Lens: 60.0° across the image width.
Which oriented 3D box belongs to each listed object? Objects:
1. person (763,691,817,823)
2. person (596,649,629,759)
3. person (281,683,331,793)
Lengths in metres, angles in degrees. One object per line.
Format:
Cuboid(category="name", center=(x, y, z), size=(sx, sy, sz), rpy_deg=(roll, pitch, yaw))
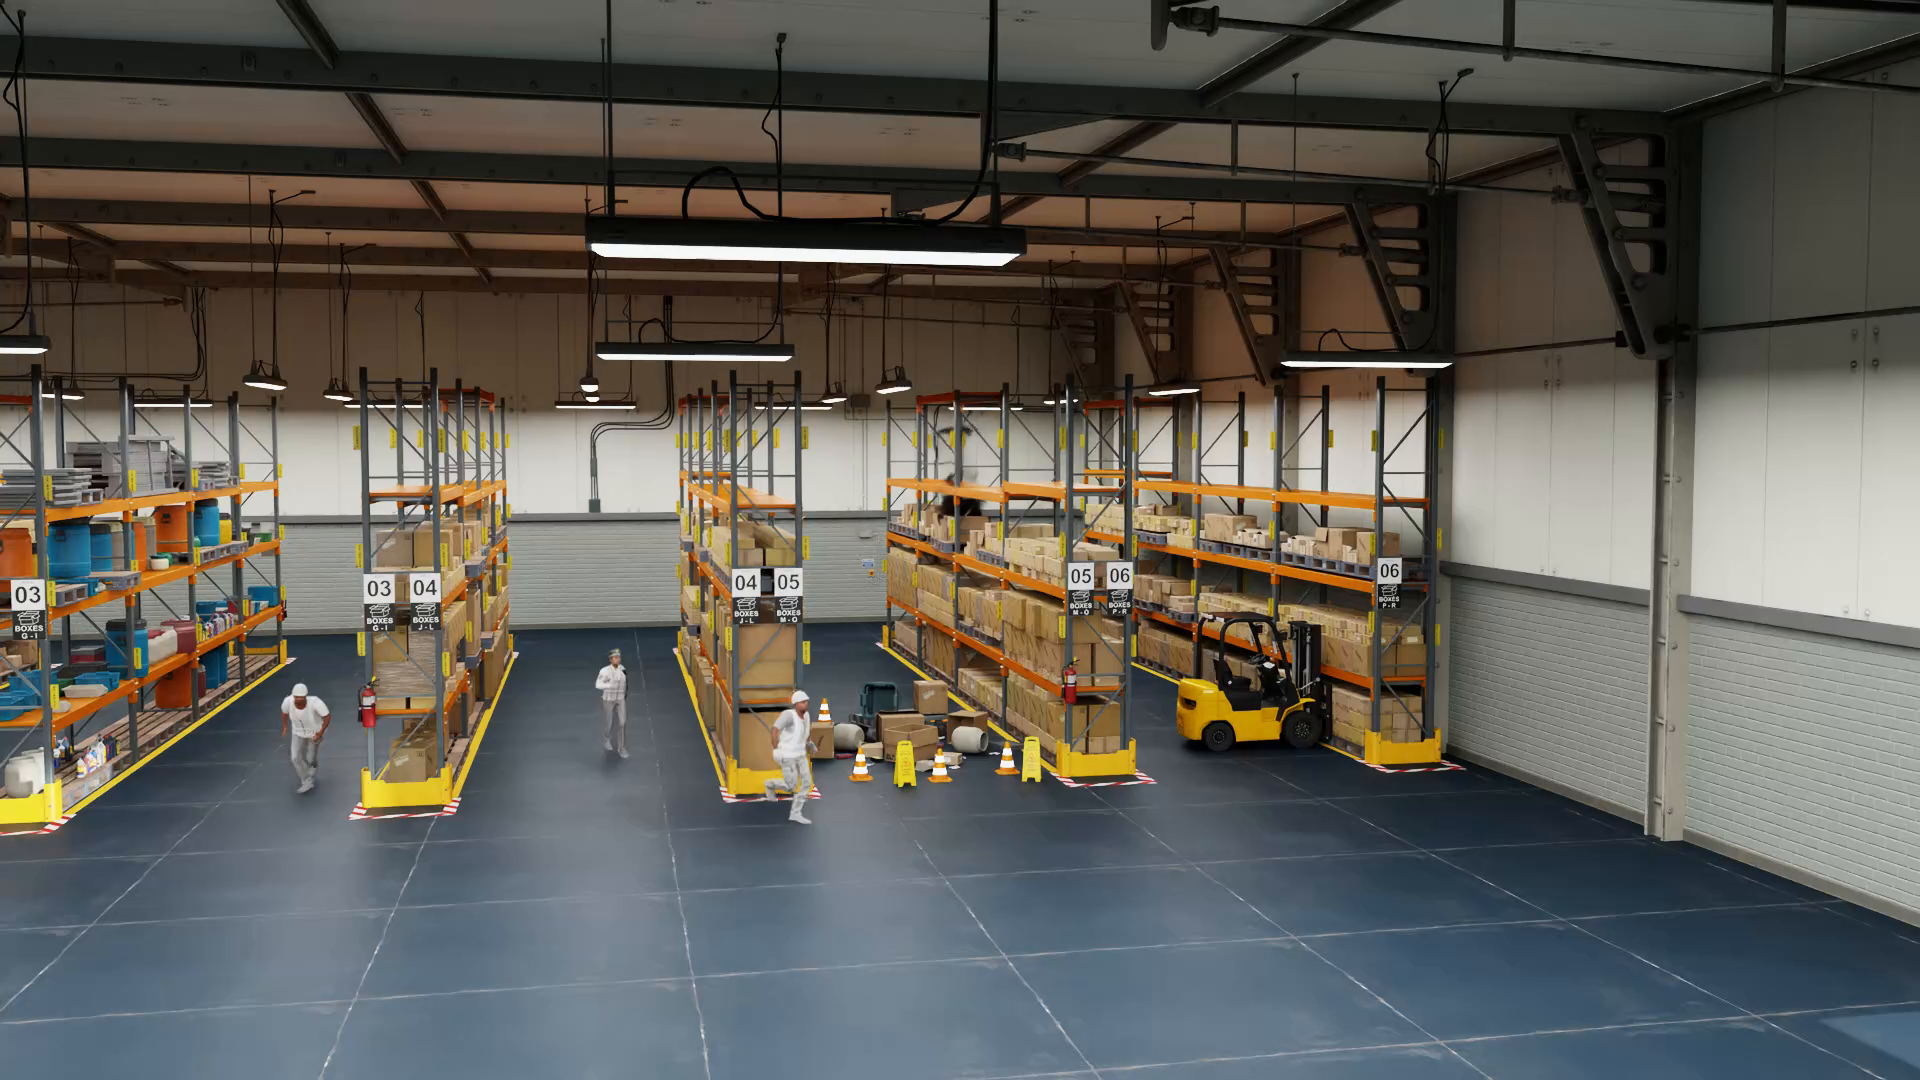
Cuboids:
Cuboid(category="person", center=(-2.264, 2.849, 21.969), size=(0.733, 1.744, 0.712), rpy_deg=(2, 4, 33))
Cuboid(category="person", center=(-5.532, 2.588, 26.451), size=(0.583, 1.747, 0.801), rpy_deg=(-2, 4, -32))
Cuboid(category="person", center=(-9.381, 2.801, 23.938), size=(0.704, 1.593, 1.121), rpy_deg=(0, 3, -7))
